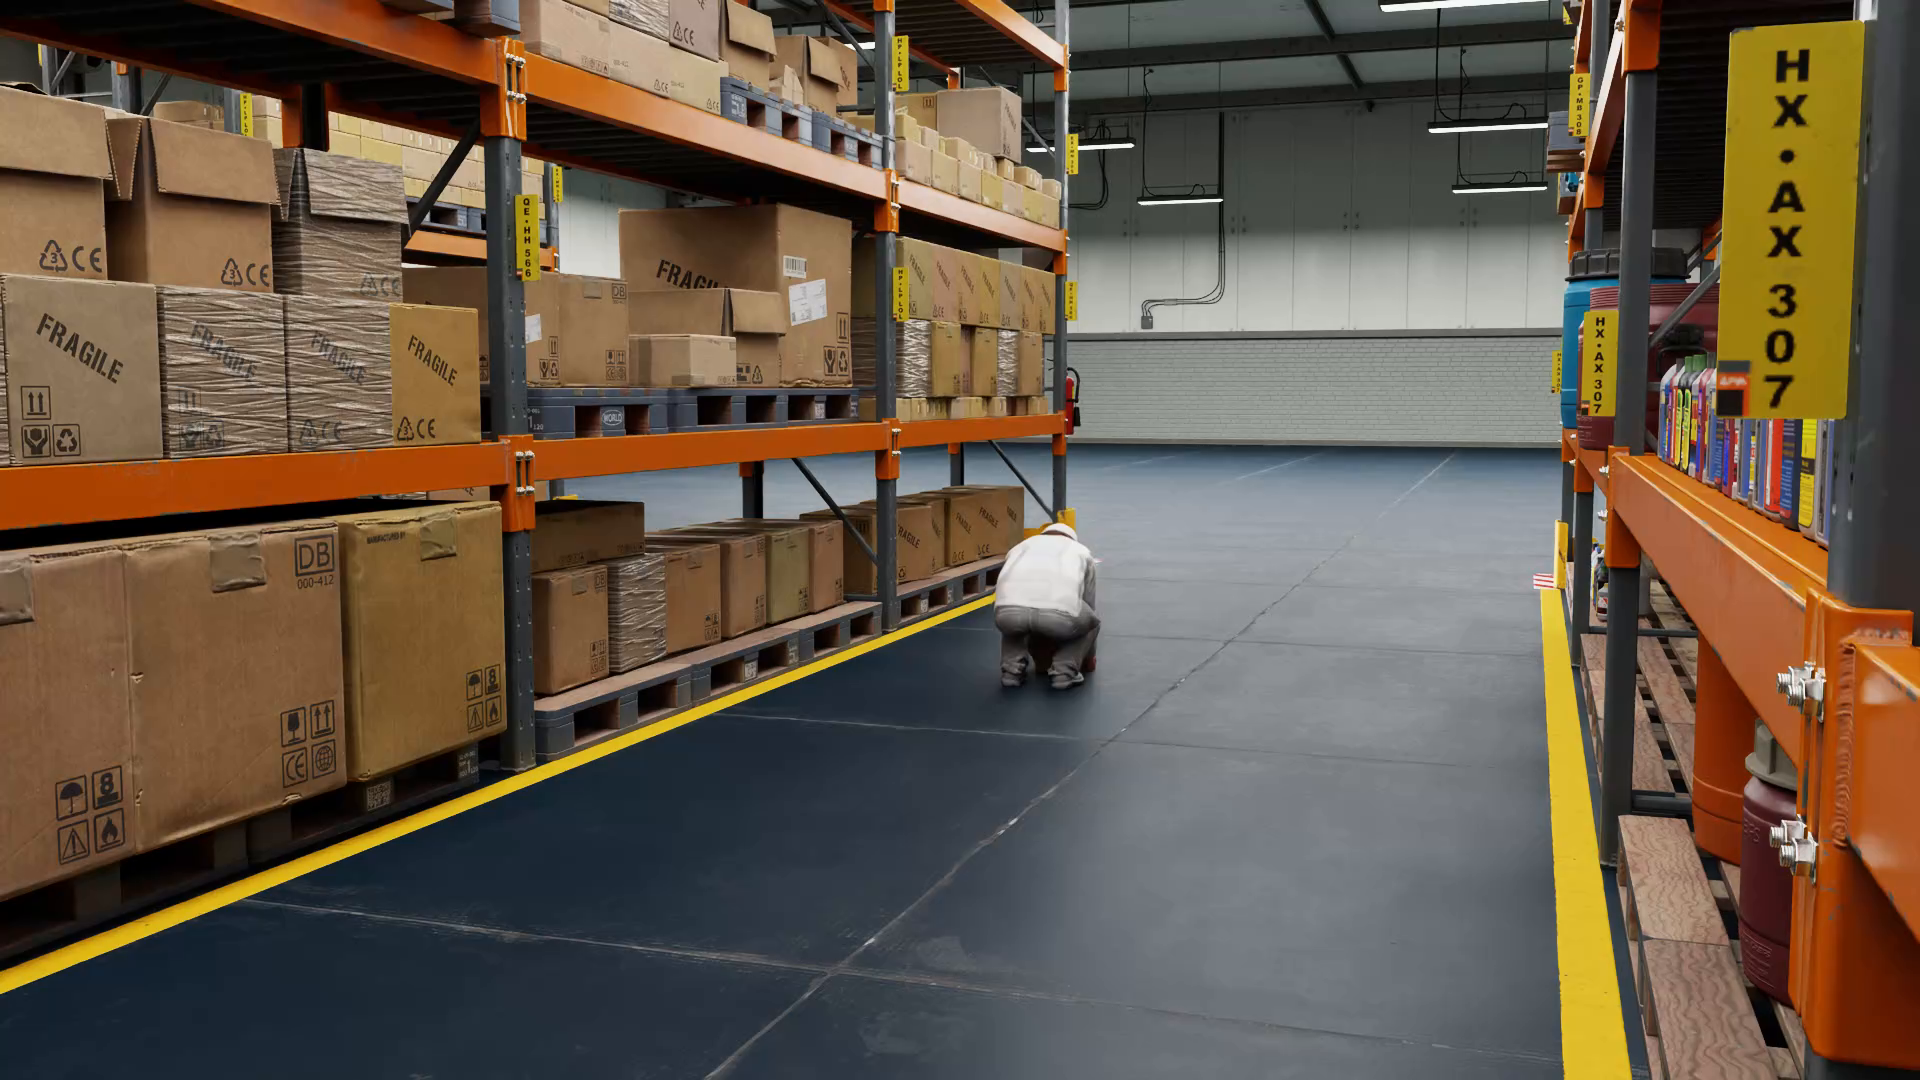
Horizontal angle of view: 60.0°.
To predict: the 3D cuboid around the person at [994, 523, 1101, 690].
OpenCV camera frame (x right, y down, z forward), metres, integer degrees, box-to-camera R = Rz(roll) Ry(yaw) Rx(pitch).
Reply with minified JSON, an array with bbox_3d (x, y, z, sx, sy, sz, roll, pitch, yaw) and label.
[{"bbox_3d":[0.464,0.375,8.666,0.526,0.870,0.957,2,5,18],"label":"person"}]
